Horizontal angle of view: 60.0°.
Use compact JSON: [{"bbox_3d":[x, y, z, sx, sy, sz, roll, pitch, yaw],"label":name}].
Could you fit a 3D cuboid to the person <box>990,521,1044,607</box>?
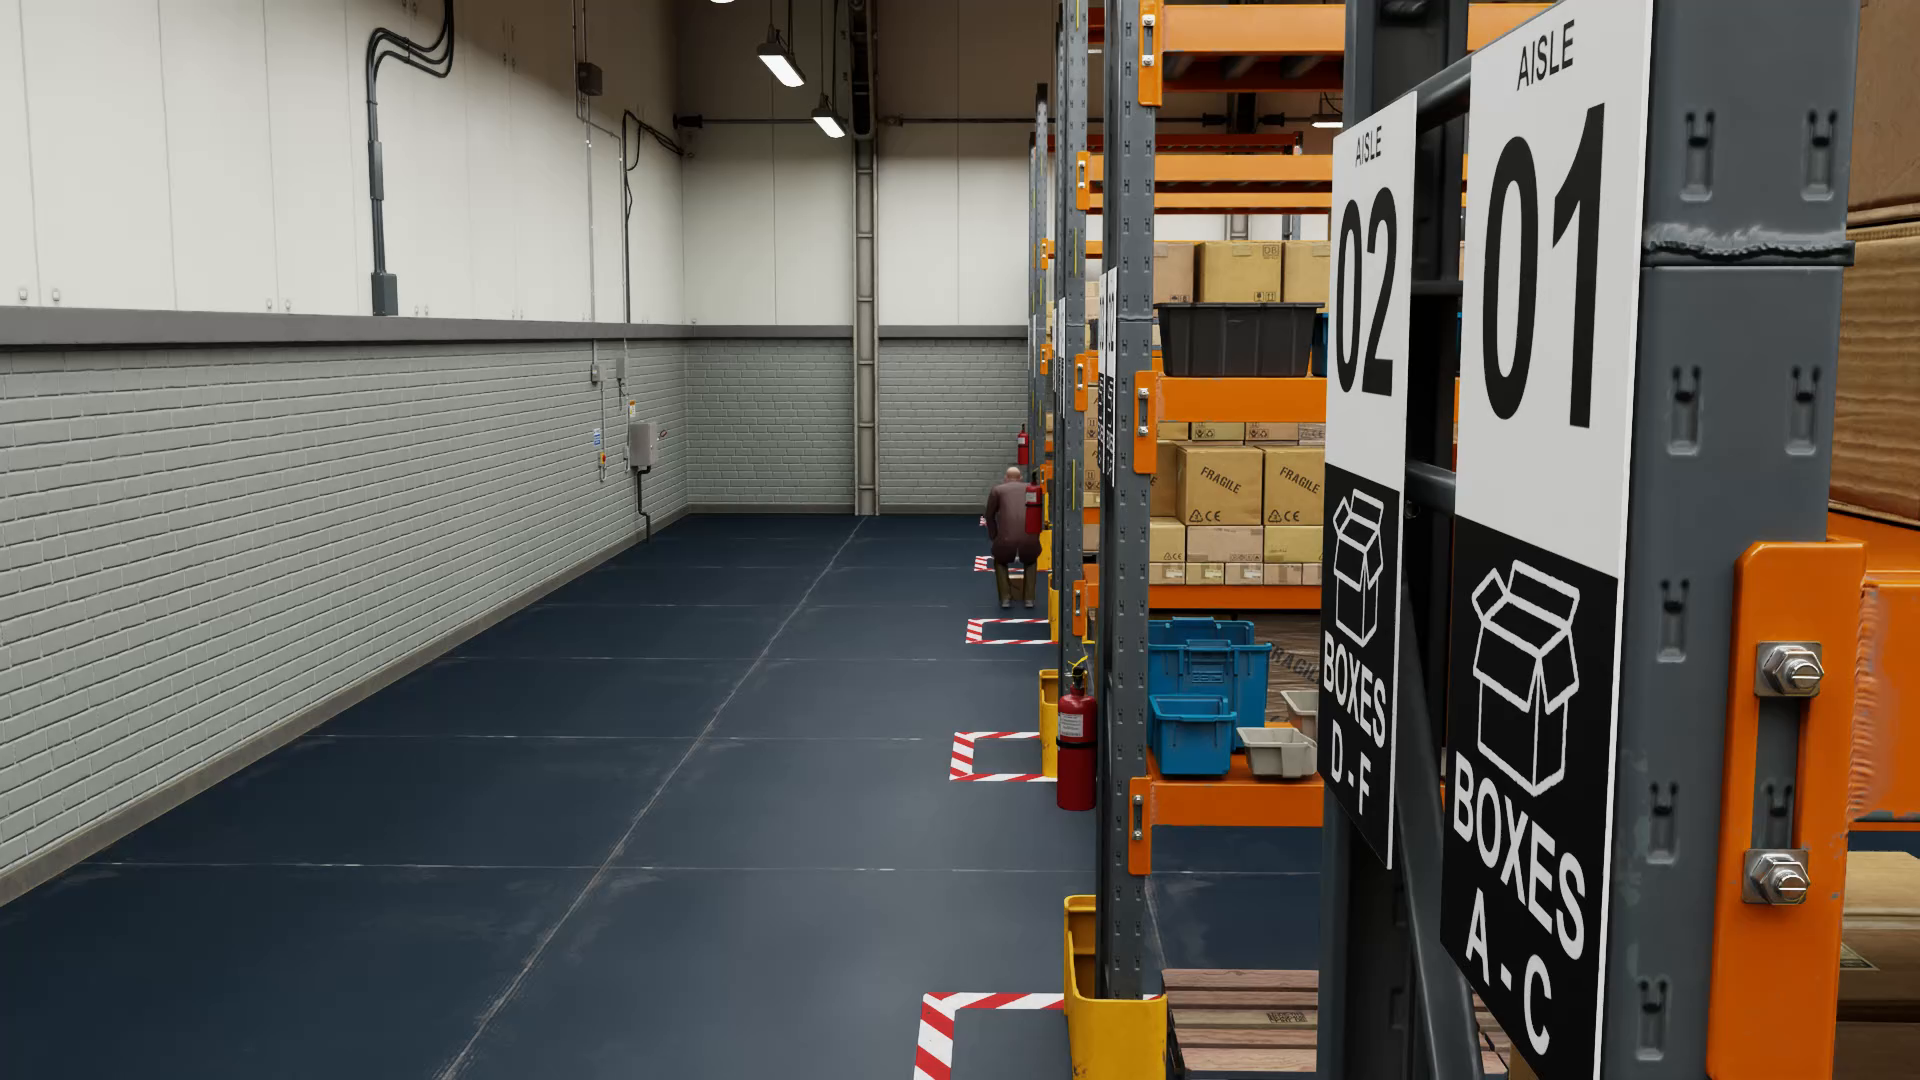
[{"bbox_3d":[0.624,0.238,18.326,0.596,0.943,0.949,0,7,-1],"label":"person"}]
